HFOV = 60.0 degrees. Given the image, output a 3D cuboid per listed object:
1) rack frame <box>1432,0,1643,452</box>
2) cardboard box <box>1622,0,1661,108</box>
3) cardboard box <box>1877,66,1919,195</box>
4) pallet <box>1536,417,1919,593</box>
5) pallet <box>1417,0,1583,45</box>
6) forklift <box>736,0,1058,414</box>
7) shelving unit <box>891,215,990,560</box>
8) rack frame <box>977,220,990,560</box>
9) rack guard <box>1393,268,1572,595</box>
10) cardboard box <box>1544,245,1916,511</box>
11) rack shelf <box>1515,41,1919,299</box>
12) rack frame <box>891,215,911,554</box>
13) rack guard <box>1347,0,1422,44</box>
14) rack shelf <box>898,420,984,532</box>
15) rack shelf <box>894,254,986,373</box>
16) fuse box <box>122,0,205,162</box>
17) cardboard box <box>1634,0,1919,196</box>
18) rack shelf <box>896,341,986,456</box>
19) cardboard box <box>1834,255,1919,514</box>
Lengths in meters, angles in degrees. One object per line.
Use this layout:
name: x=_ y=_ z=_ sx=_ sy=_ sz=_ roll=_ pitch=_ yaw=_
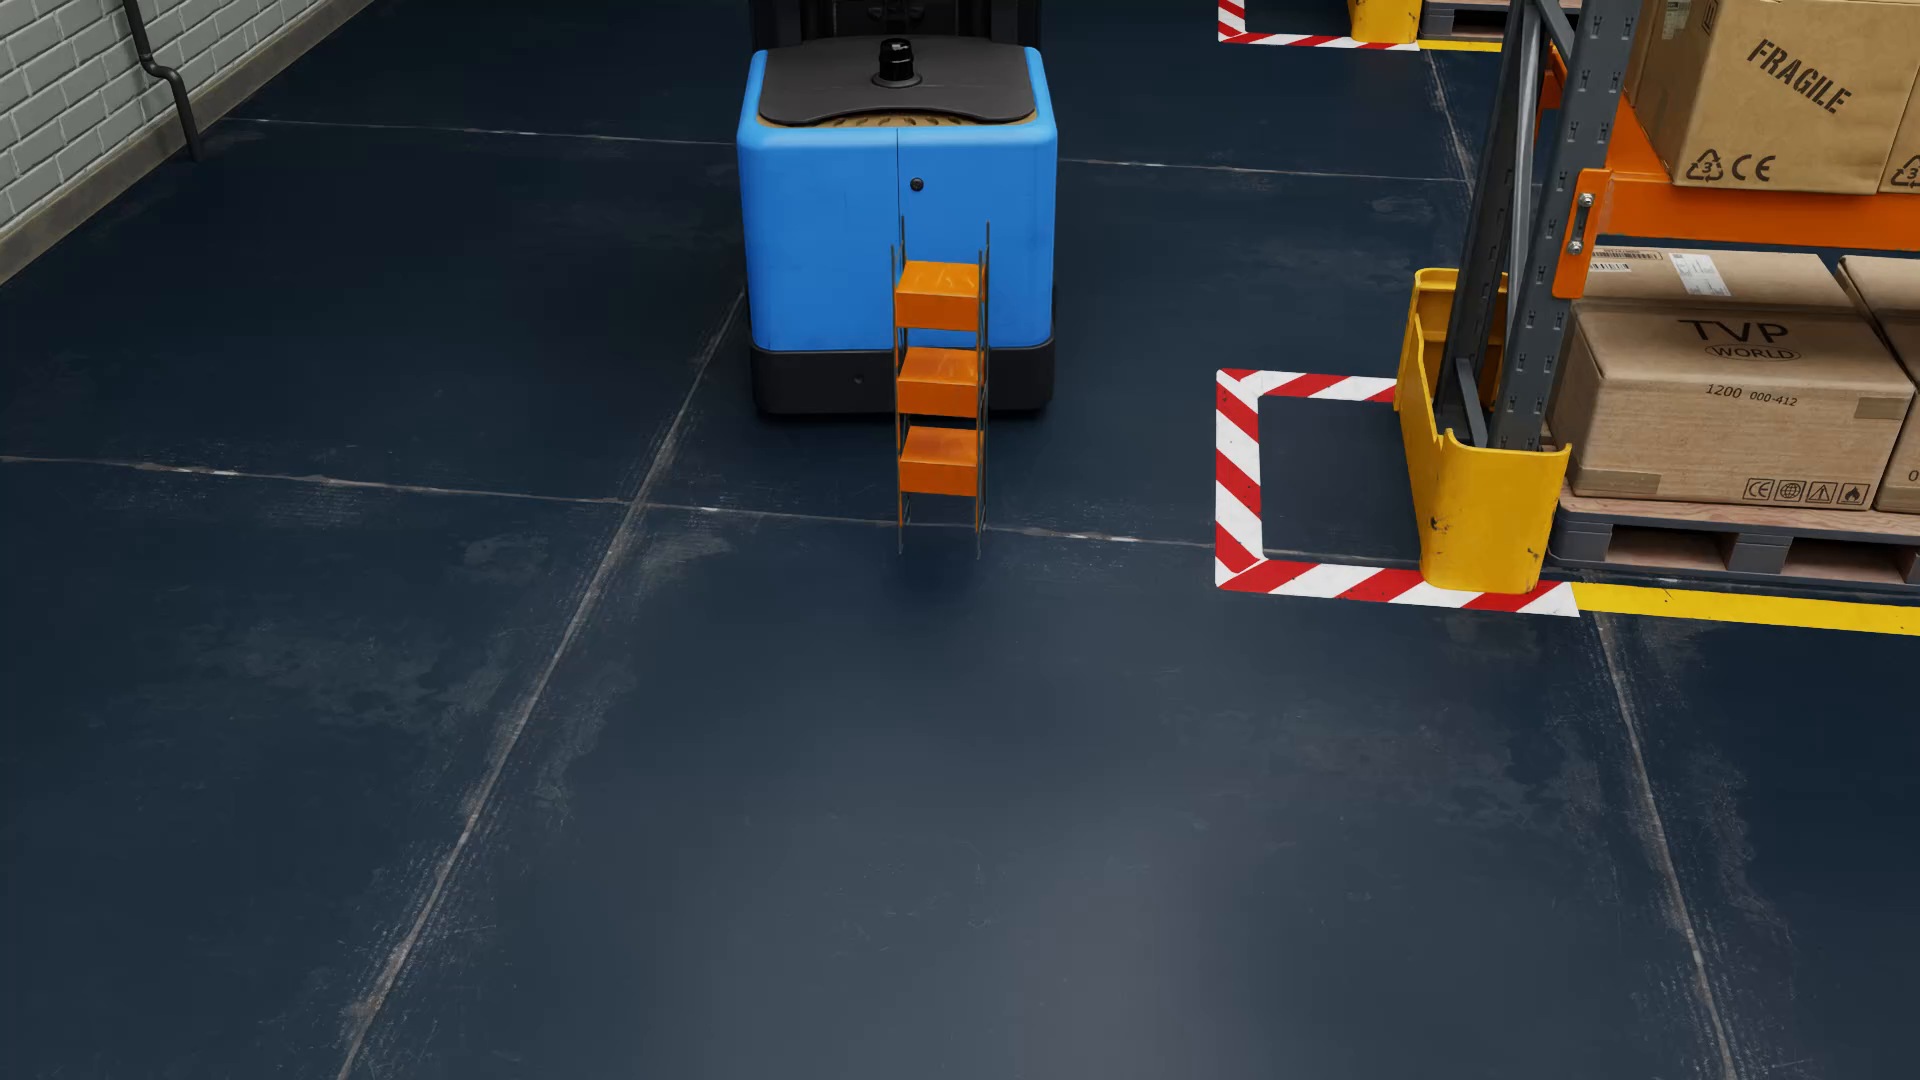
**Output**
rack frame: x=1.675 y=-1.399 z=4.628 sx=0.127 sy=3.000 sz=1.000 roll=4 pitch=36 yaw=6
cardboard box: x=2.187 y=-1.556 z=4.762 sx=0.500 sy=0.500 sz=0.500 roll=4 pitch=36 yaw=6
cardboard box: x=2.620 y=-1.217 z=4.287 sx=0.500 sy=0.500 sz=0.500 roll=4 pitch=36 yaw=5
pallet: x=2.478 y=-0.250 z=5.418 sx=1.213 sy=0.211 sz=1.003 roll=4 pitch=36 yaw=6
pallet: x=3.170 y=-3.060 z=9.356 sx=1.213 sy=0.211 sz=1.003 roll=4 pitch=36 yaw=6
forklift: x=-0.248 y=-2.455 z=6.167 sx=1.130 sy=2.935 sz=3.031 roll=-1 pitch=36 yaw=-2
shelving unit: x=-0.053 y=-0.431 z=4.951 sx=0.252 sy=1.050 sz=0.215 roll=4 pitch=36 yaw=6
rack frame: x=0.068 y=-0.422 z=4.938 sx=0.008 sy=1.050 sz=0.200 roll=4 pitch=36 yaw=6
rack guard: x=1.651 y=-0.383 z=5.356 sx=0.348 sy=0.500 sz=1.175 roll=4 pitch=36 yaw=6
cardboard box: x=2.343 y=-0.535 z=5.262 sx=0.875 sy=0.438 sz=0.875 roll=3 pitch=36 yaw=4
rack shelf: x=3.659 y=-0.958 z=4.629 sx=4.000 sy=0.370 sz=1.077 roll=4 pitch=36 yaw=6
rack frame: x=-0.174 y=-0.440 z=4.963 sx=0.008 sy=1.050 sz=0.200 roll=4 pitch=36 yaw=6
rack guard: x=2.379 y=-3.236 z=9.354 sx=0.348 sy=0.500 sz=1.175 roll=4 pitch=36 yaw=6
rack shelf: x=-0.053 y=-0.196 z=5.118 sx=0.240 sy=0.259 sz=0.215 roll=4 pitch=36 yaw=6
rack shelf: x=-0.053 y=-0.654 z=4.792 sx=0.240 sy=0.259 sz=0.215 roll=4 pitch=36 yaw=6
fuse box: x=-3.508 y=-2.478 z=7.248 sx=0.414 sy=1.711 sz=0.539 roll=4 pitch=36 yaw=6
cardboard box: x=2.115 y=-1.238 z=4.317 sx=0.500 sy=0.500 sz=0.500 roll=4 pitch=36 yaw=6
rack shelf: x=-0.053 y=-0.423 z=4.957 sx=0.240 sy=0.259 sz=0.215 roll=4 pitch=36 yaw=6
cardboard box: x=3.251 y=-0.473 z=5.174 sx=0.875 sy=0.438 sz=0.875 roll=5 pitch=36 yaw=7
